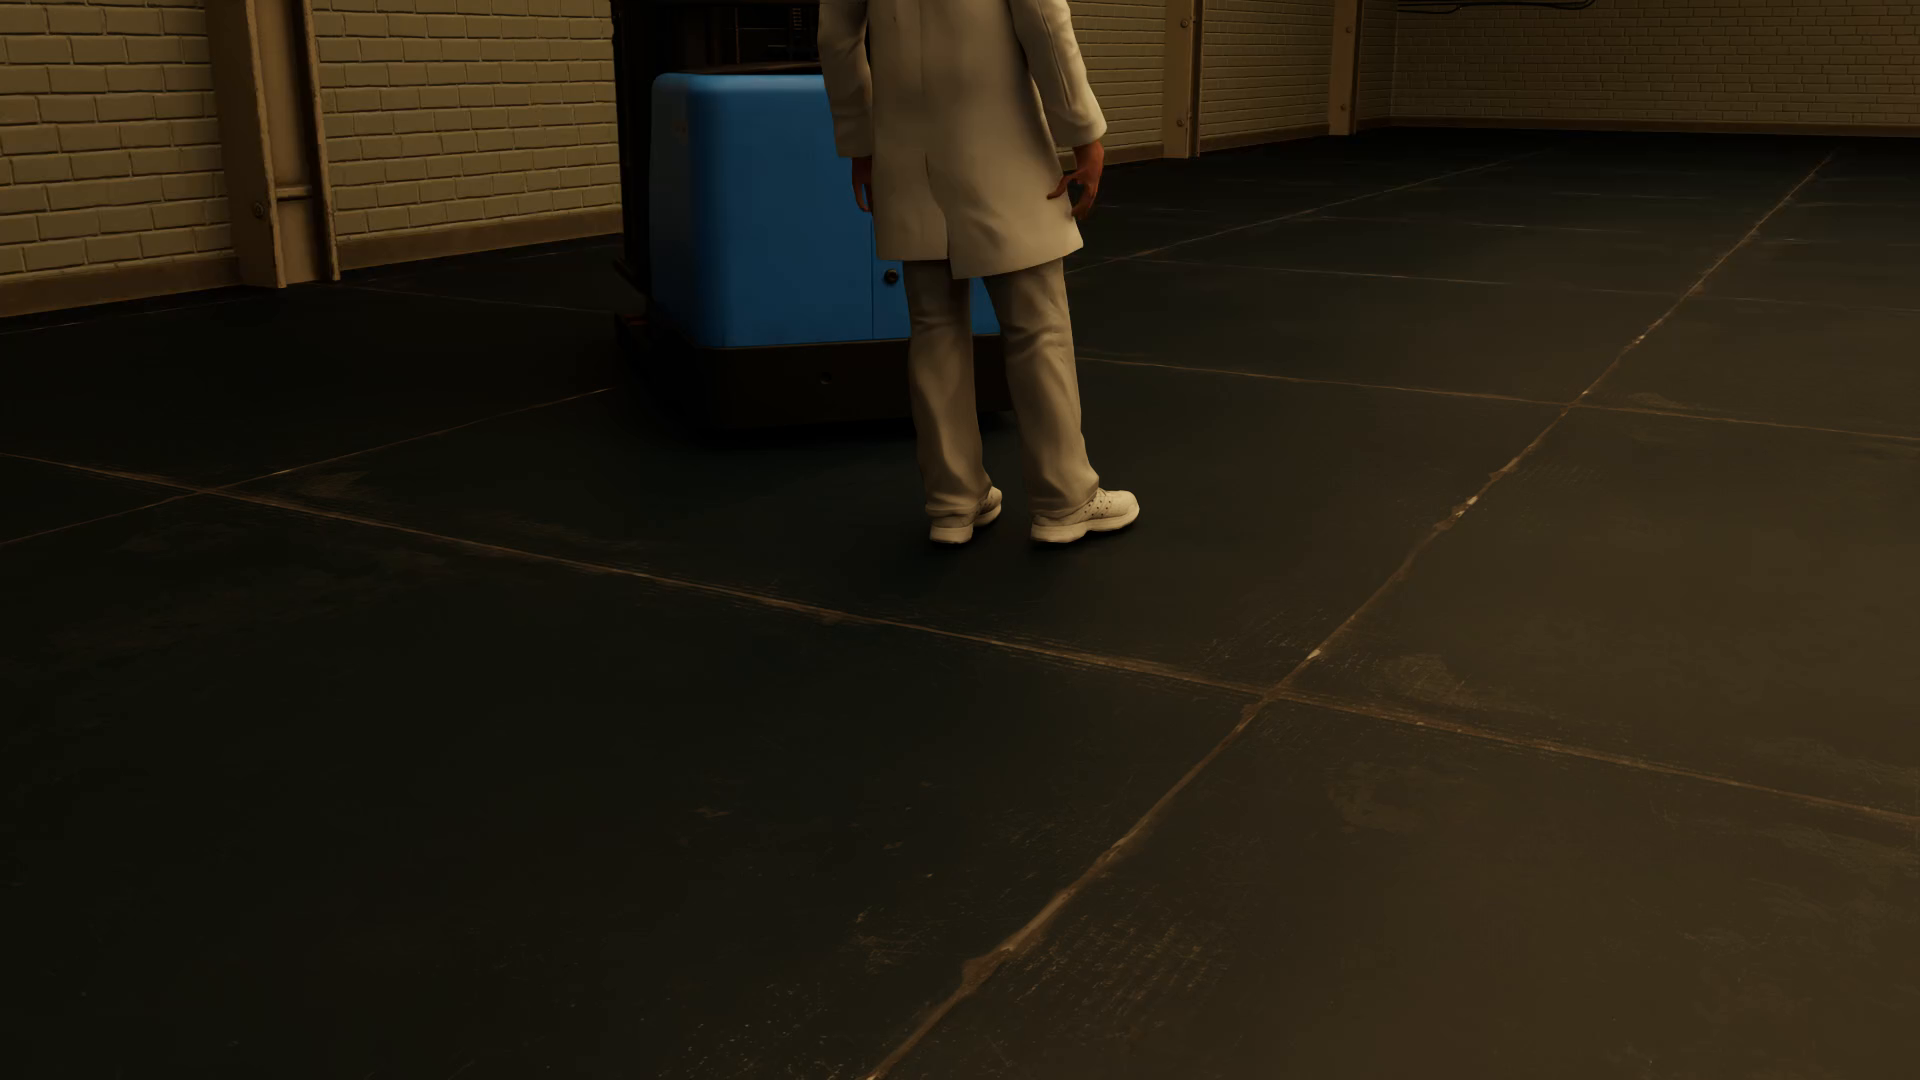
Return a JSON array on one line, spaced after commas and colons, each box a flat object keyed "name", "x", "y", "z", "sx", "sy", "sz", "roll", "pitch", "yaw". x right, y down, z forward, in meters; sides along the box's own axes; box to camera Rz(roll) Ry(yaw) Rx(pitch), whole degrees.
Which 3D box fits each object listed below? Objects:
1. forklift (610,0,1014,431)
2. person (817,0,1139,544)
[{"name": "forklift", "x": -0.718, "y": -2.106, "z": 6.005, "sx": 1.130, "sy": 2.935, "sz": 3.031, "roll": -5, "pitch": 17, "yaw": -17}, {"name": "person", "x": 0.049, "y": -0.881, "z": 3.861, "sx": 0.695, "sy": 1.776, "sz": 0.580, "roll": 9, "pitch": 19, "yaw": 28}]
